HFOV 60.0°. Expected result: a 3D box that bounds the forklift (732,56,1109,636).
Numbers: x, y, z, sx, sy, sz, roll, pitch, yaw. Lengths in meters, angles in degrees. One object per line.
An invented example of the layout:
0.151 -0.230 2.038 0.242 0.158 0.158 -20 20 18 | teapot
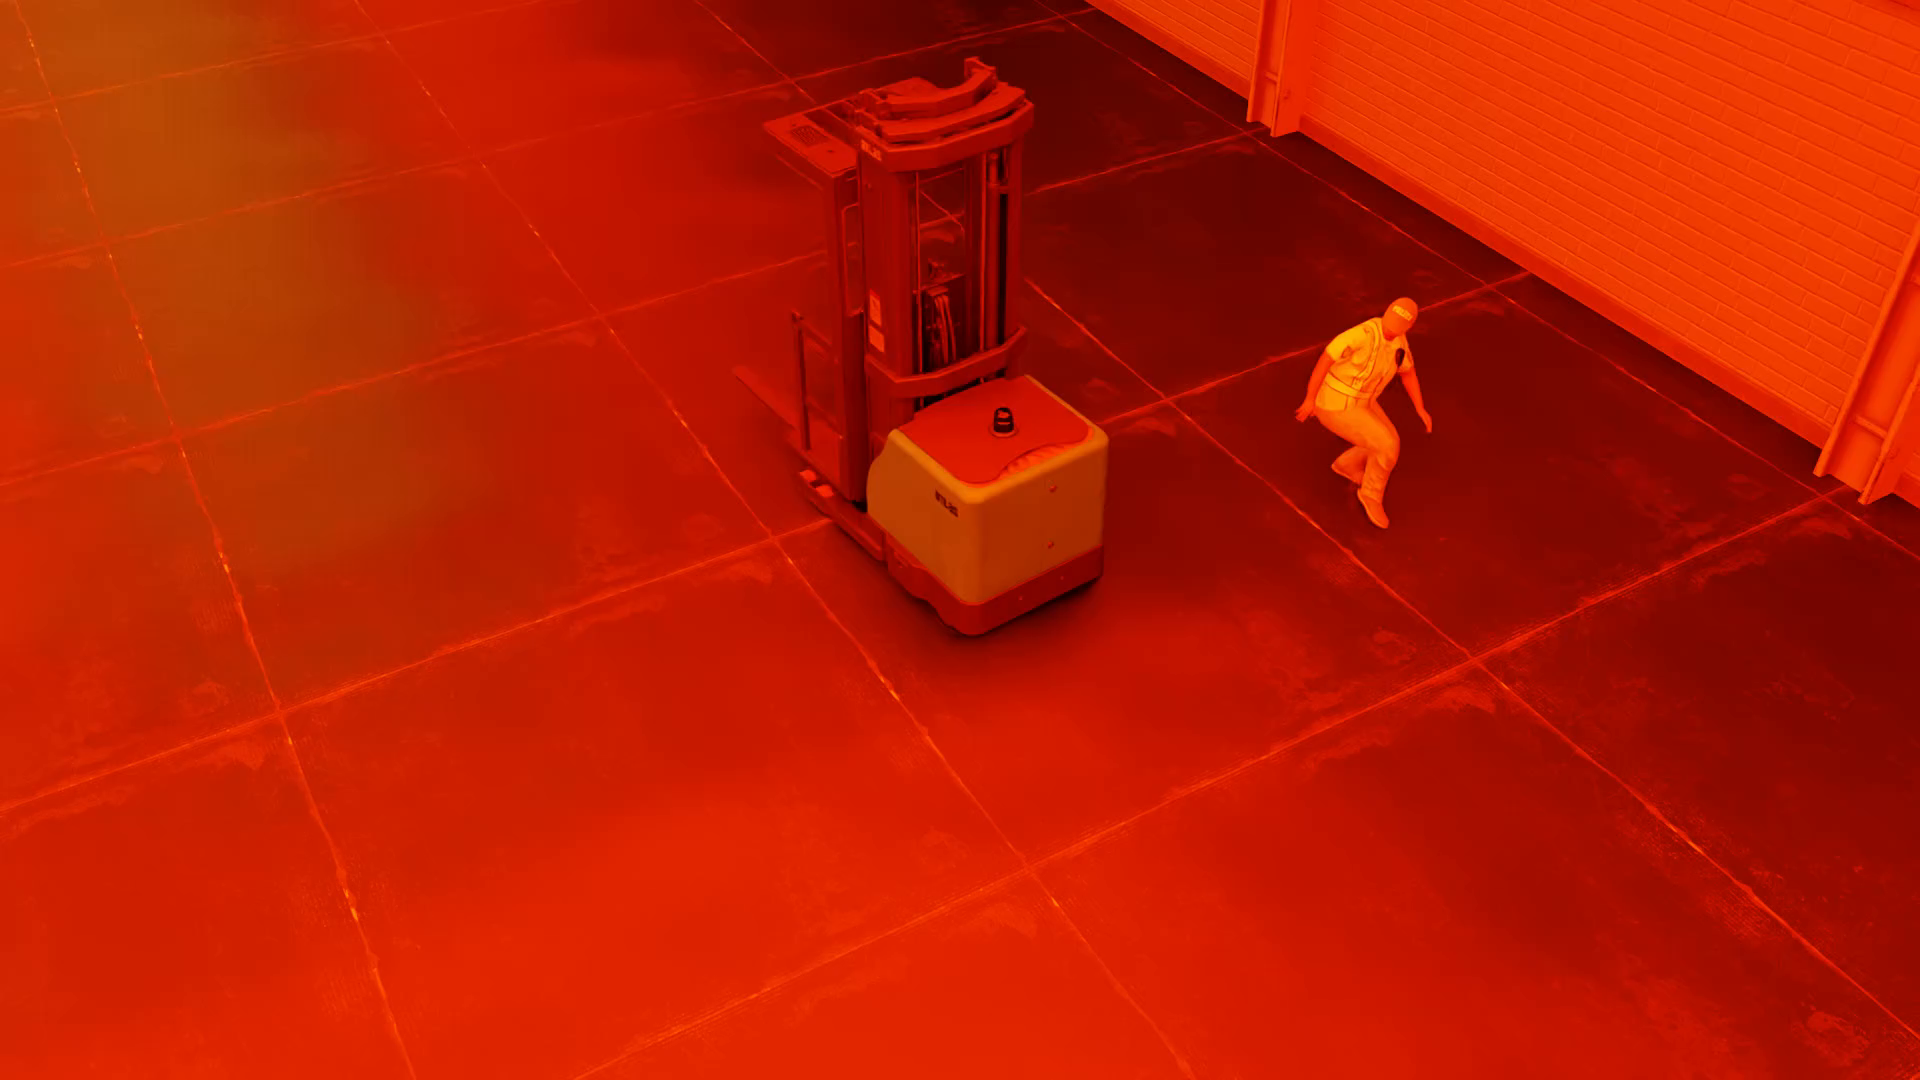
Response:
-0.411 -1.475 9.815 1.130 2.935 3.031 -25 46 -27 | forklift

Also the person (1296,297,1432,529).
2.513 -0.814 10.199 0.718 1.463 0.708 29 48 31 | person
